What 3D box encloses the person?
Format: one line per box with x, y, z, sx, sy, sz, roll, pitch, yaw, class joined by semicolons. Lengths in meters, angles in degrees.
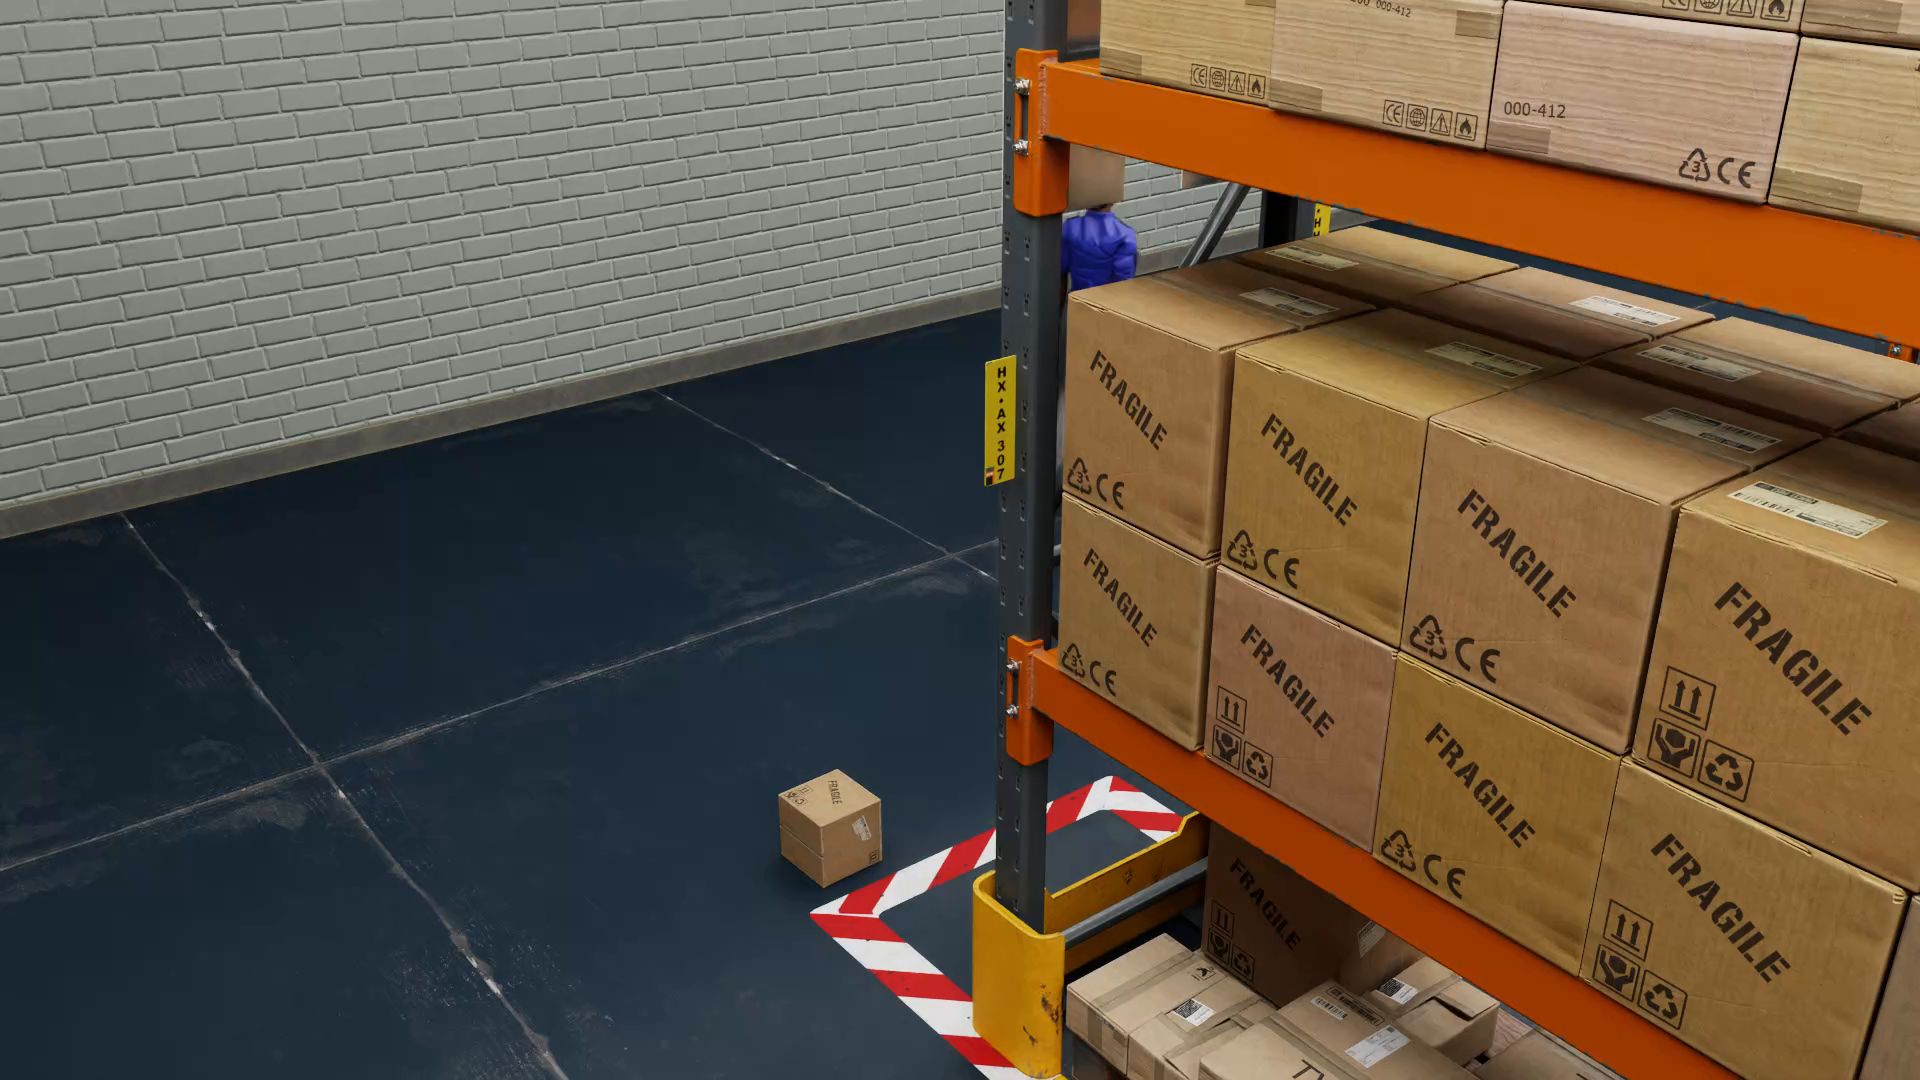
0.675;-1.096;8.461;0.443;1.616;0.886;6;25;12;person
